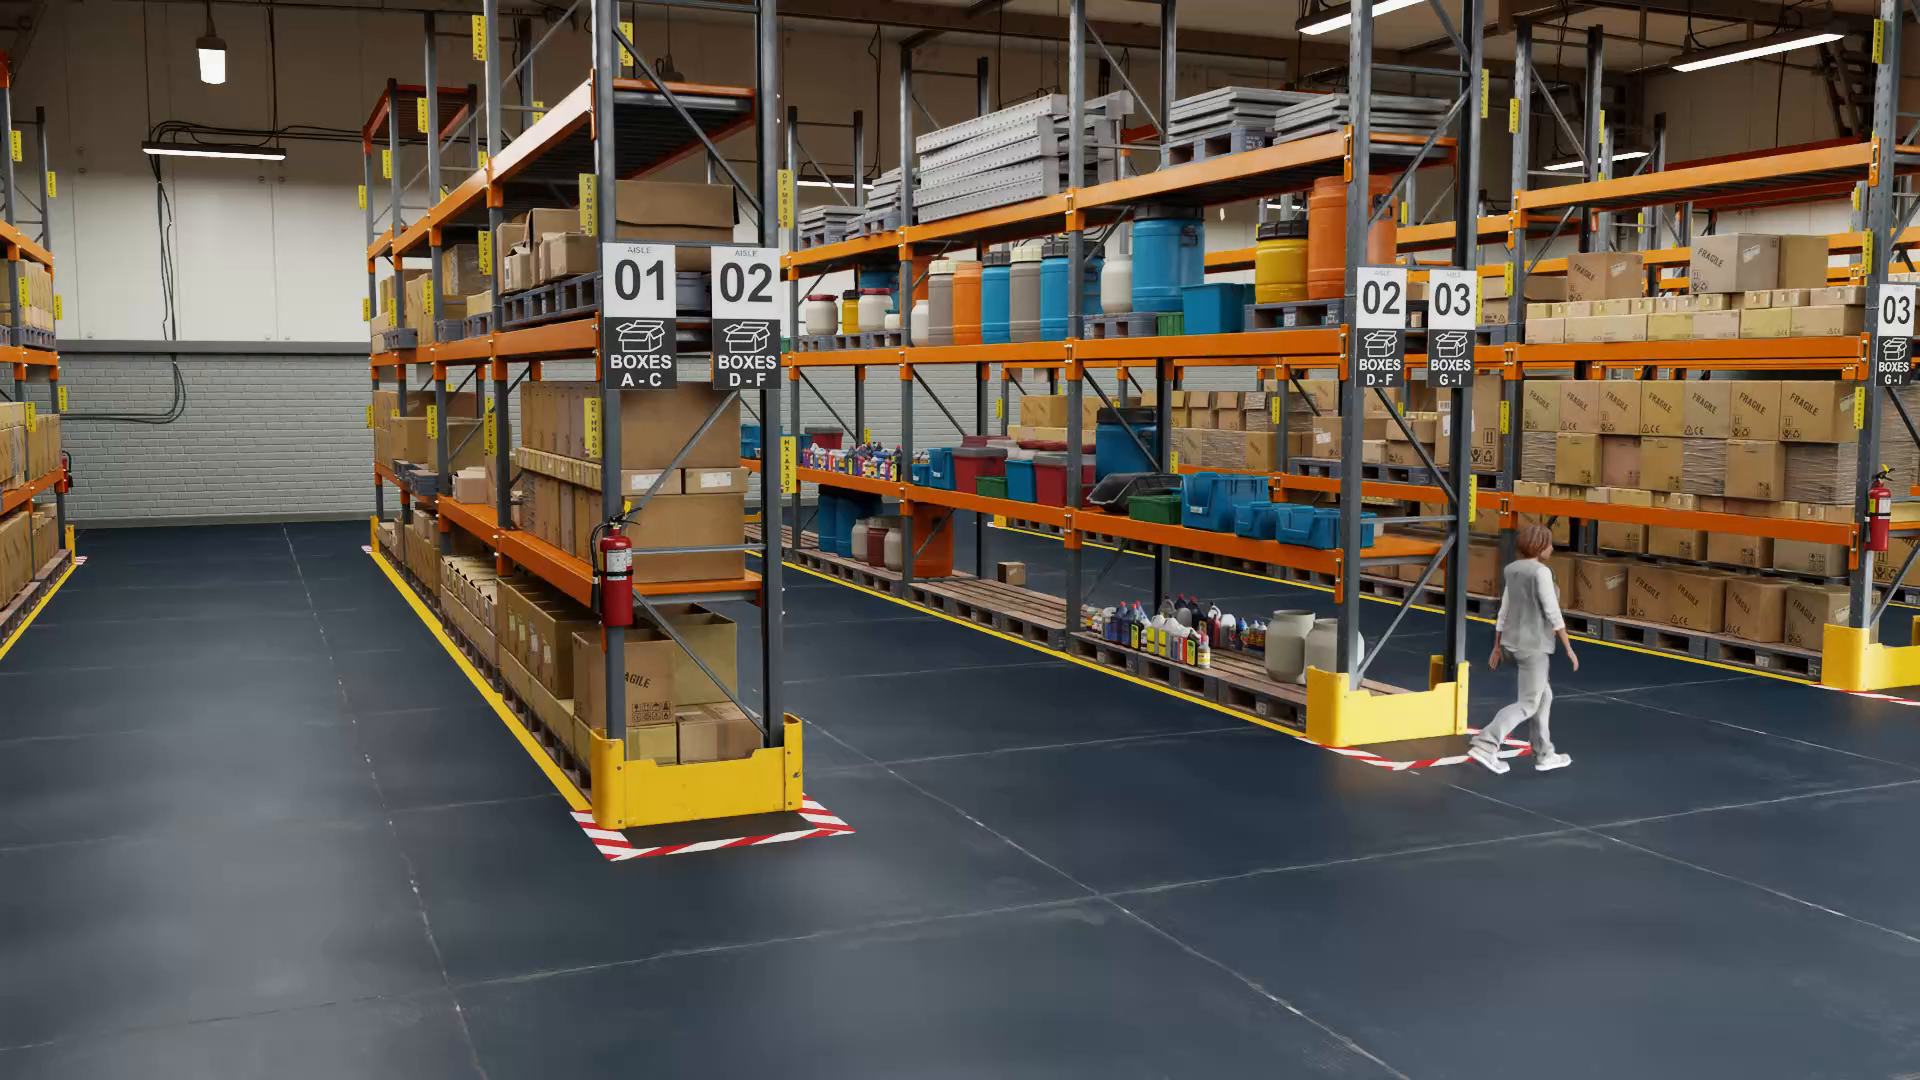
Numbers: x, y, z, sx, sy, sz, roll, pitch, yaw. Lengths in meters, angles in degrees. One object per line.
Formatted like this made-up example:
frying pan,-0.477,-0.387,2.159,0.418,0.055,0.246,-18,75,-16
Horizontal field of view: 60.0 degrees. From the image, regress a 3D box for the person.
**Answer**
person,3.467,0.678,10.242,0.882,1.554,0.479,-2,6,-17
